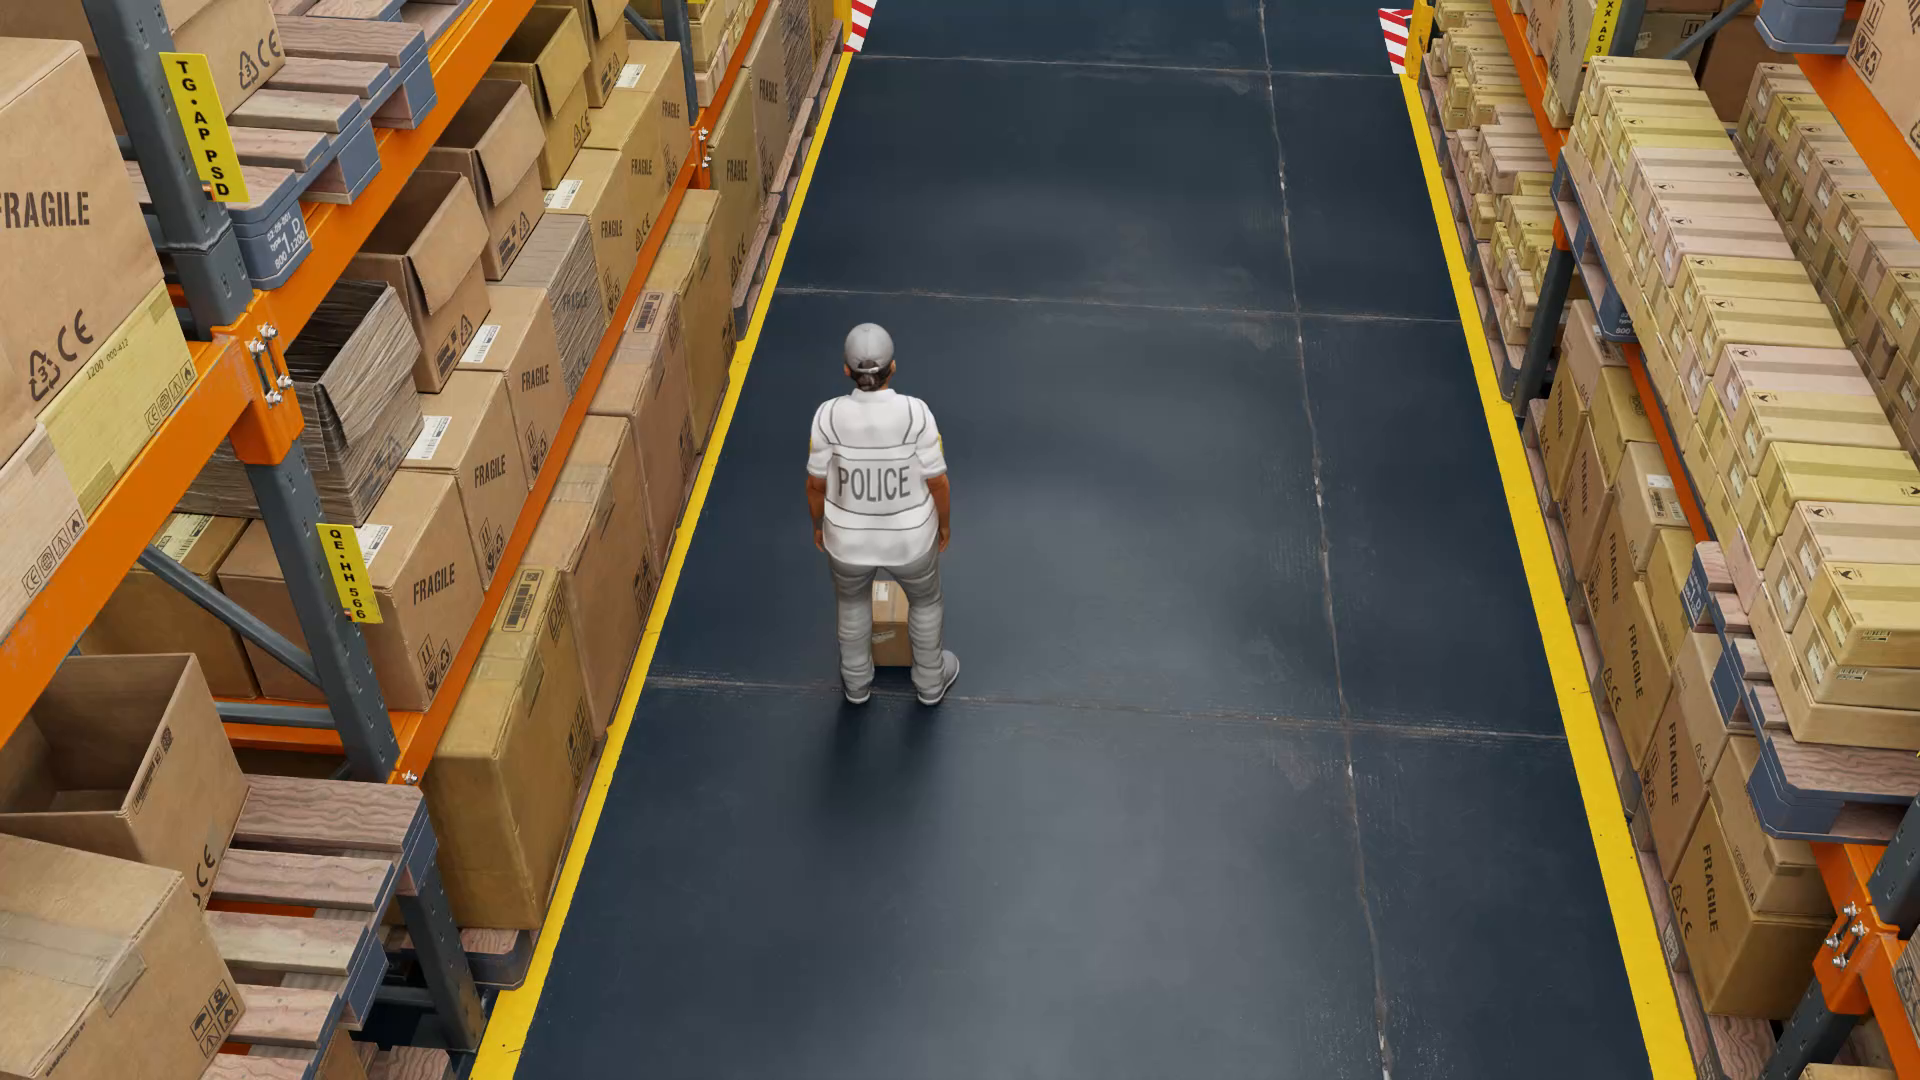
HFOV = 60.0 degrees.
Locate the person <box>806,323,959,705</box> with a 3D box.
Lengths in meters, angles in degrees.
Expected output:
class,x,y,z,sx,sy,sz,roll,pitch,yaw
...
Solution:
class,x,y,z,sx,sy,sz,roll,pitch,yaw
person,-0.282,-0.054,6.217,0.552,1.664,0.469,1,40,2
